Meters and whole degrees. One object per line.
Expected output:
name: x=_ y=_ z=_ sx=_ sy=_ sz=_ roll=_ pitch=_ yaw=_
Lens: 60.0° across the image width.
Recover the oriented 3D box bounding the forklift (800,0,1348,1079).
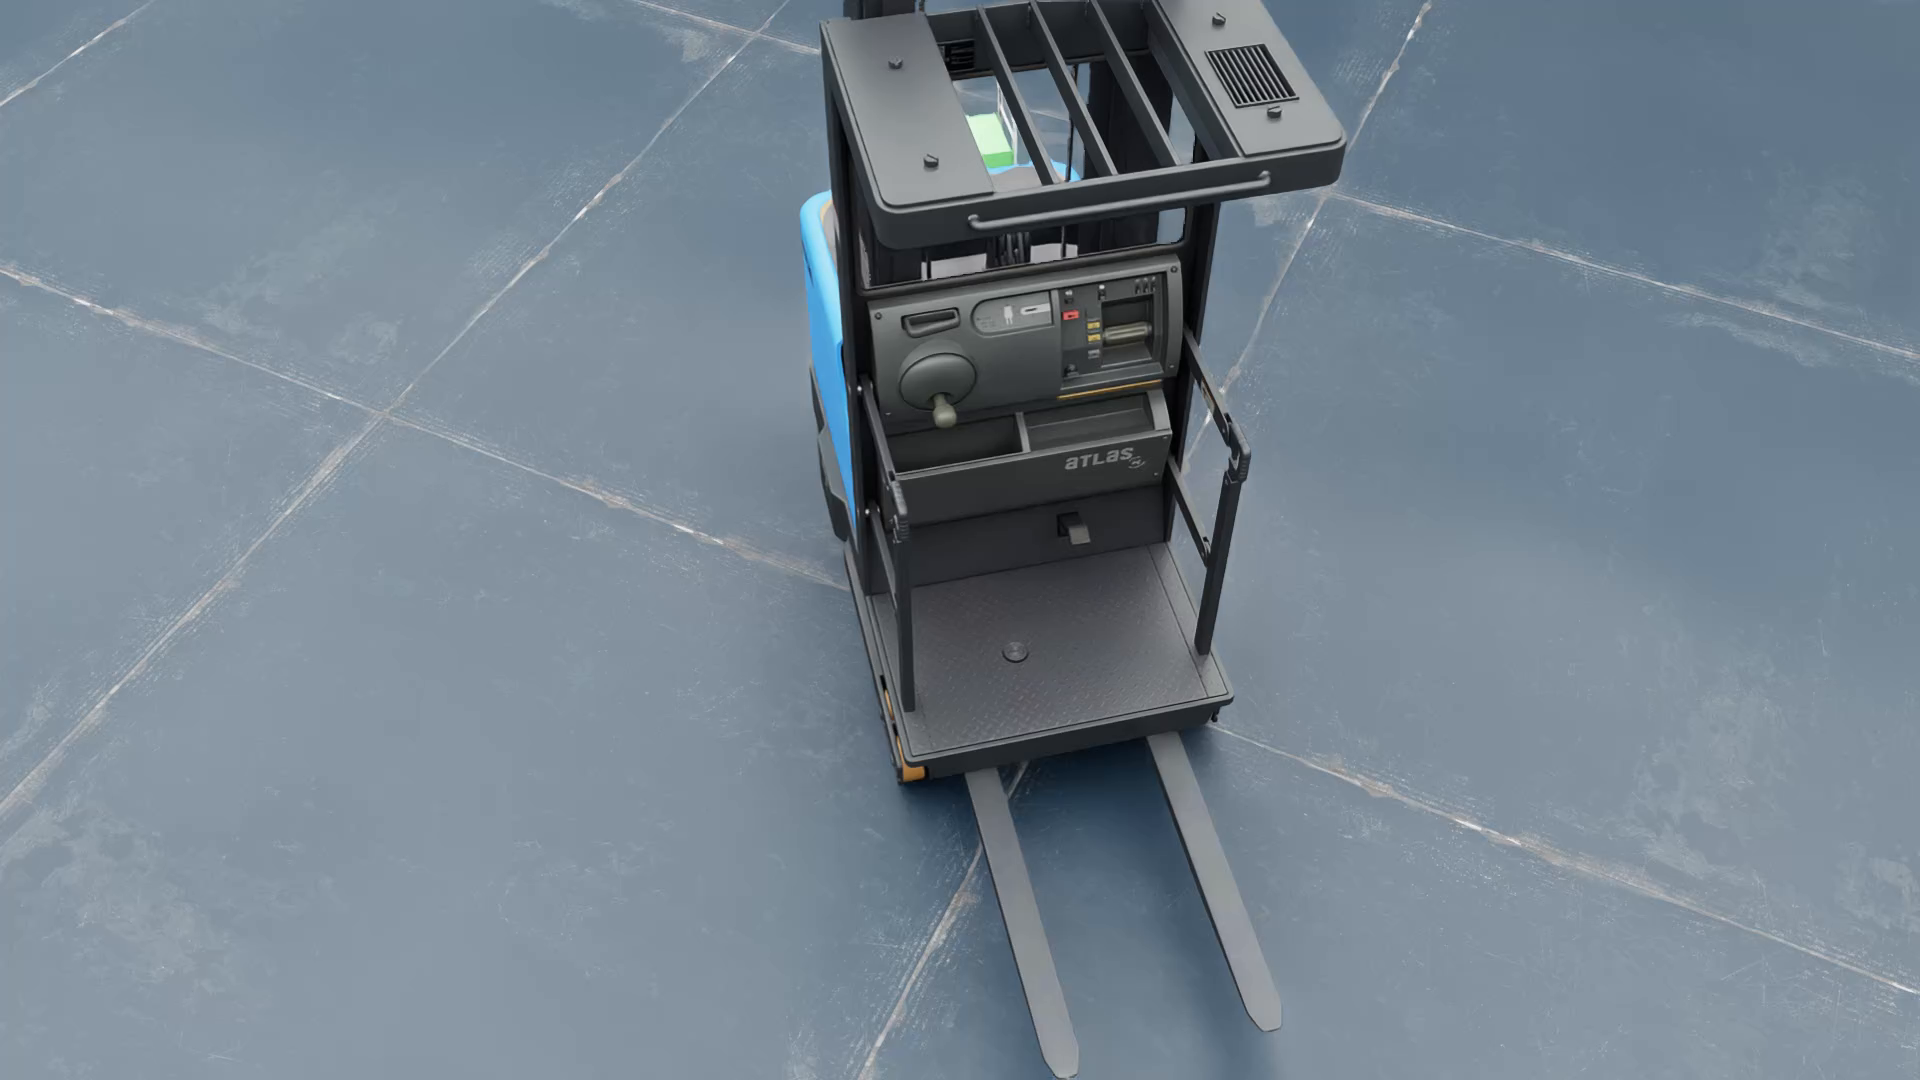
forklift: x=0.253 y=-0.471 z=4.726 sx=1.130 sy=2.935 sz=3.031 roll=-10 pitch=50 yaw=-9

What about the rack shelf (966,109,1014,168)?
rack shelf: x=-0.066 y=-1.424 z=6.127 sx=0.480 sy=0.148 sz=0.258 roll=-10 pitch=50 yaw=-9

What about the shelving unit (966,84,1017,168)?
shelving unit: x=-0.066 y=-1.154 z=6.444 sx=0.503 sy=1.200 sz=0.258 roll=-10 pitch=50 yaw=-9

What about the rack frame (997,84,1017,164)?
rack frame: x=0.171 y=-1.196 z=6.480 sx=0.015 sy=1.200 sz=0.240 roll=-10 pitch=50 yaw=-9
